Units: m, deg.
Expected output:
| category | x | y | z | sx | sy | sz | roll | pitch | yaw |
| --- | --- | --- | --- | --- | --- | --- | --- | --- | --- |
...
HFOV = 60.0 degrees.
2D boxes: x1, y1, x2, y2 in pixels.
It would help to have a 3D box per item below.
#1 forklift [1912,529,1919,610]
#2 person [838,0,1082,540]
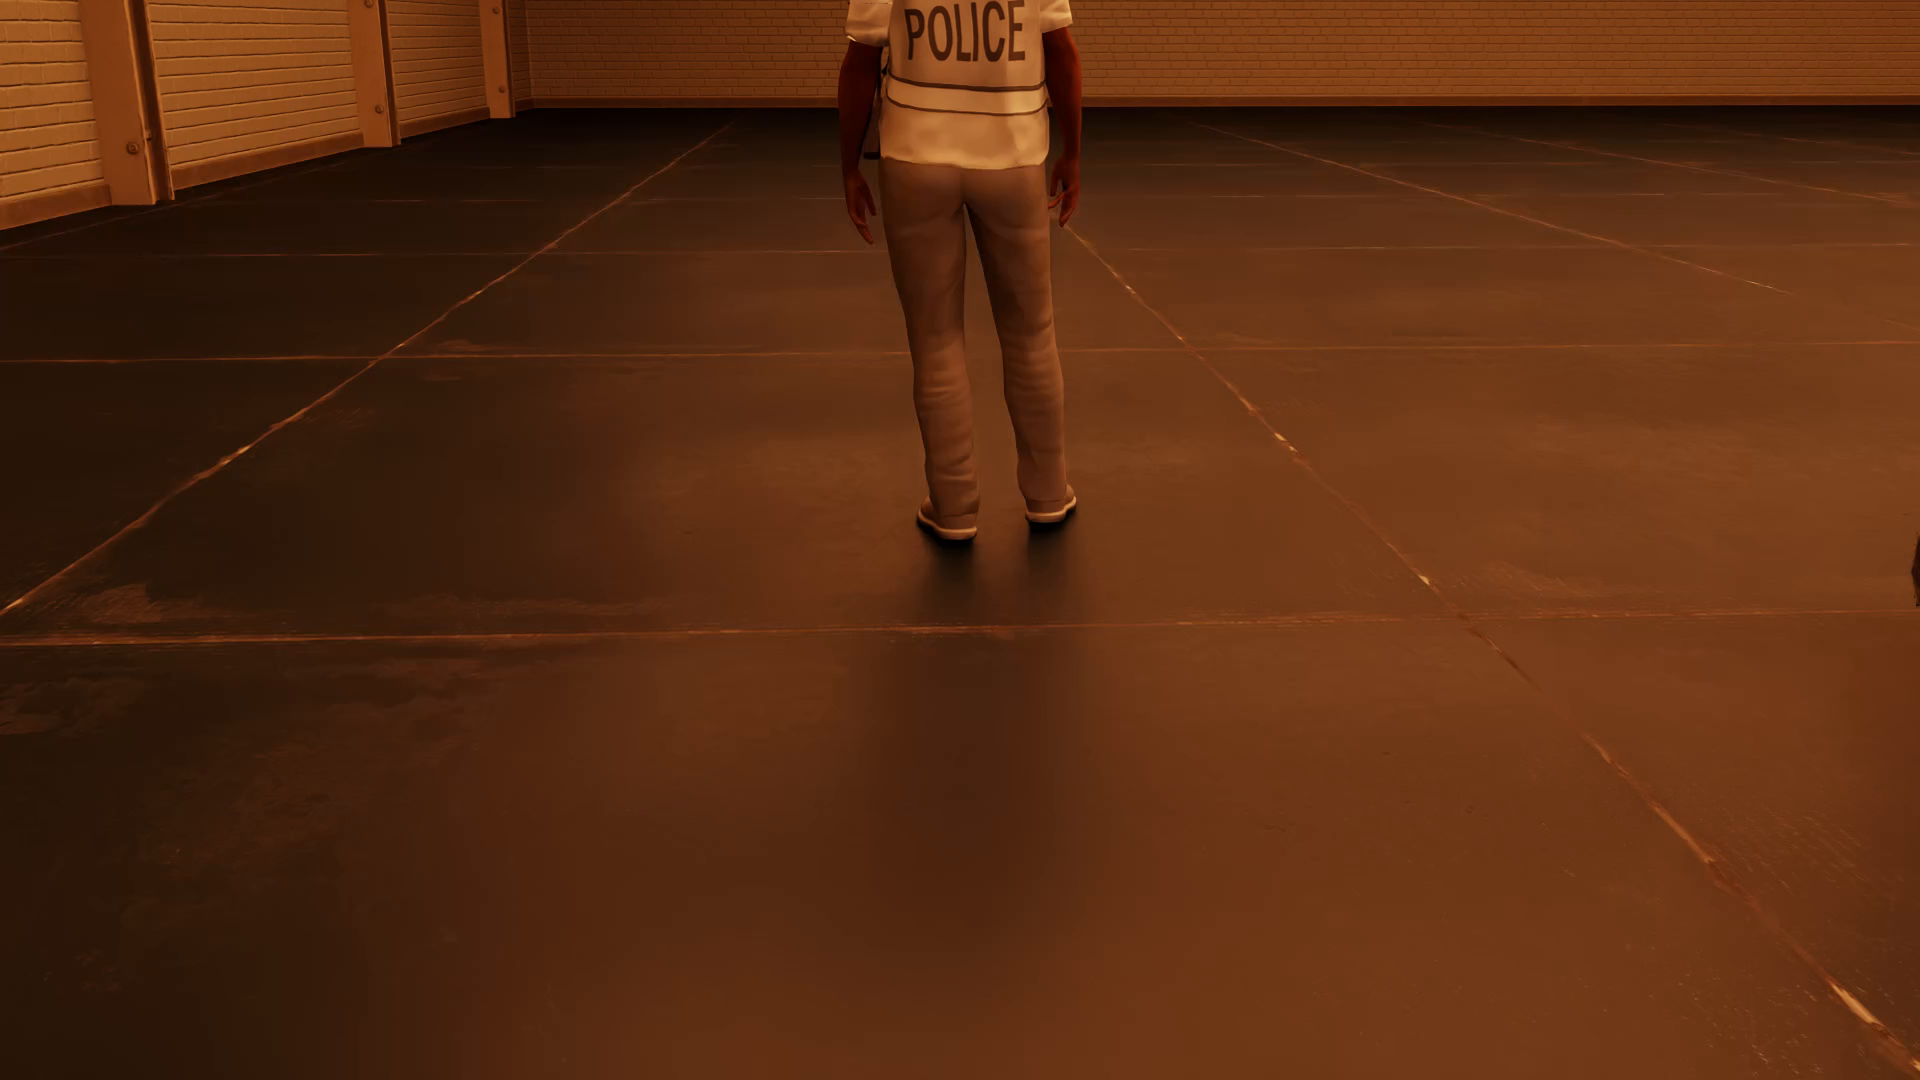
| category | x | y | z | sx | sy | sz | roll | pitch | yaw |
| --- | --- | --- | --- | --- | --- | --- | --- | --- | --- |
| forklift | 3.153 | -0.959 | 2.044 | 3.031 | 2.935 | 1.130 | 8 | 19 | 25 |
| person | 0.015 | -0.840 | 3.741 | 0.570 | 1.697 | 0.528 | -1 | 17 | -3 |
